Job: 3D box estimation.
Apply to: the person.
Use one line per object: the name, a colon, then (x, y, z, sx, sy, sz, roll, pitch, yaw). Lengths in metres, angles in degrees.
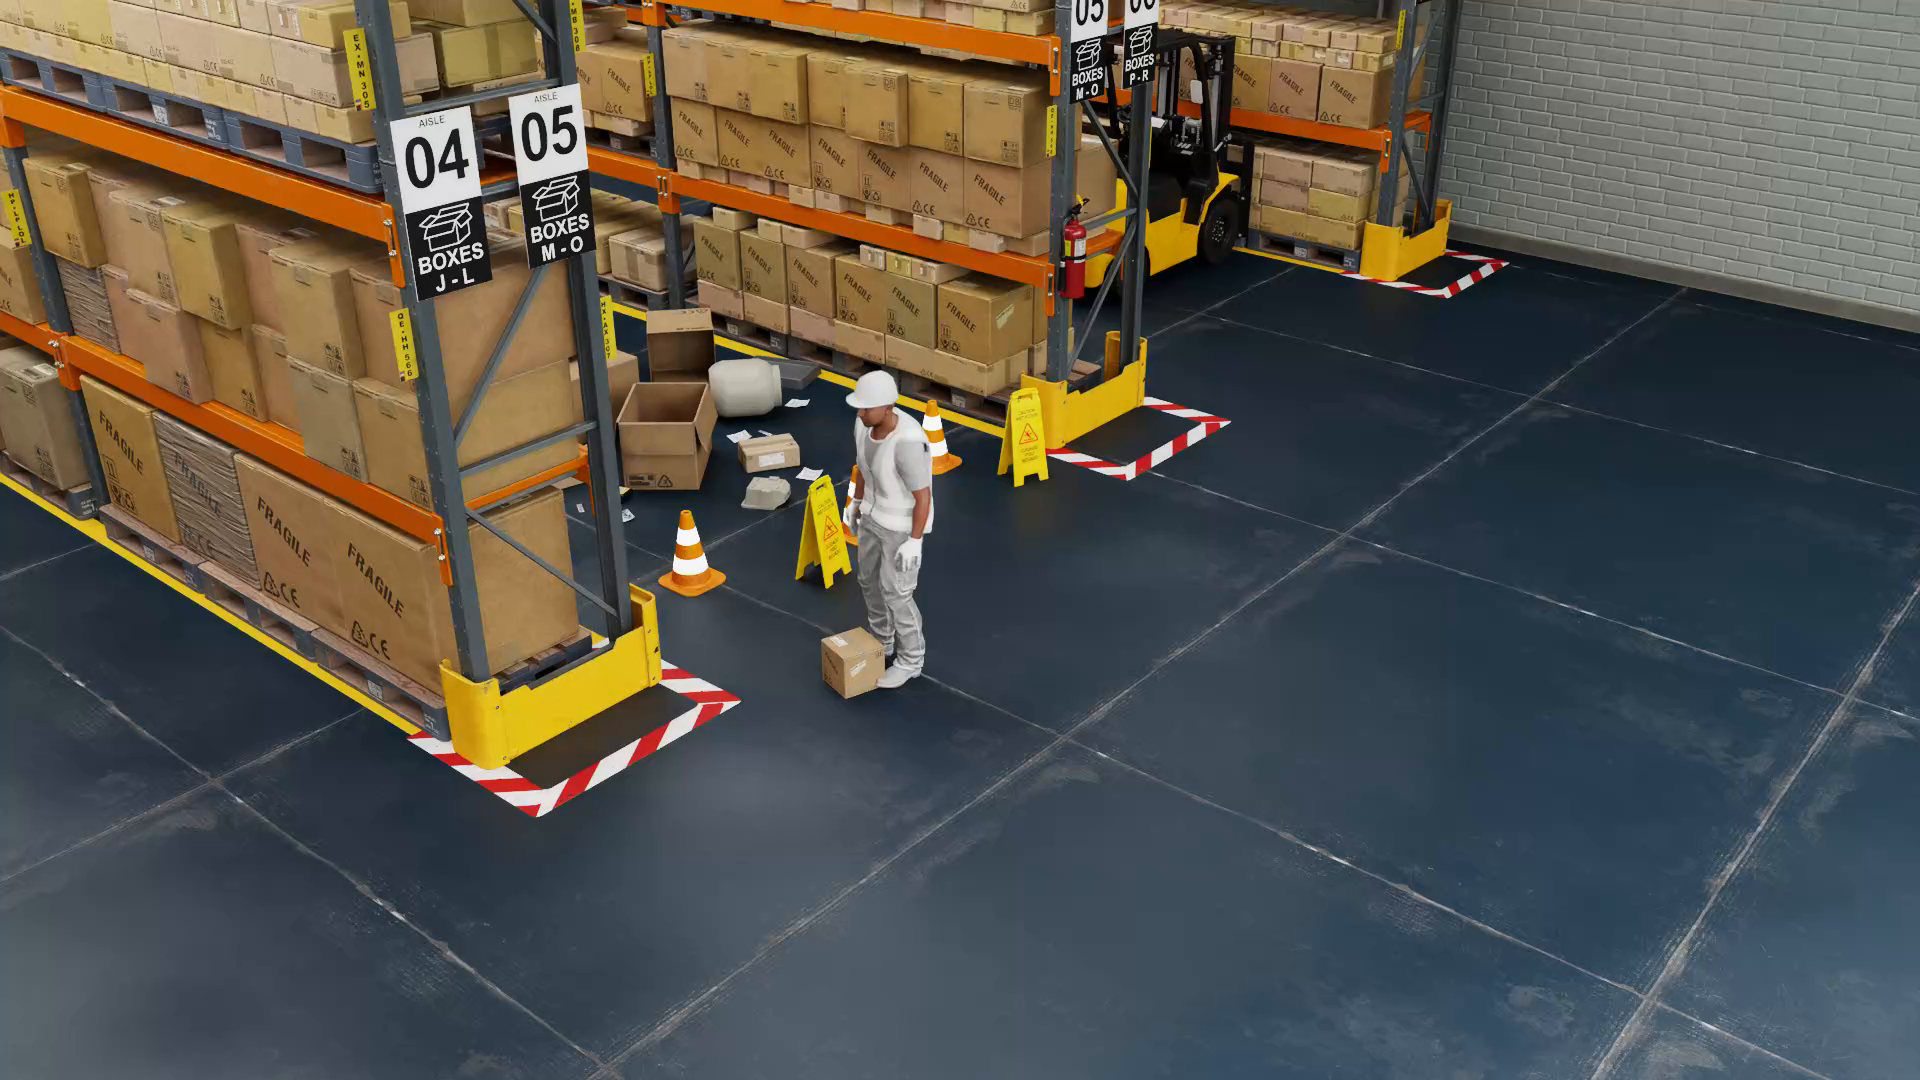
person: (-0.387, -0.079, 8.761, 0.448, 1.773, 0.620, -18, 32, -31)
